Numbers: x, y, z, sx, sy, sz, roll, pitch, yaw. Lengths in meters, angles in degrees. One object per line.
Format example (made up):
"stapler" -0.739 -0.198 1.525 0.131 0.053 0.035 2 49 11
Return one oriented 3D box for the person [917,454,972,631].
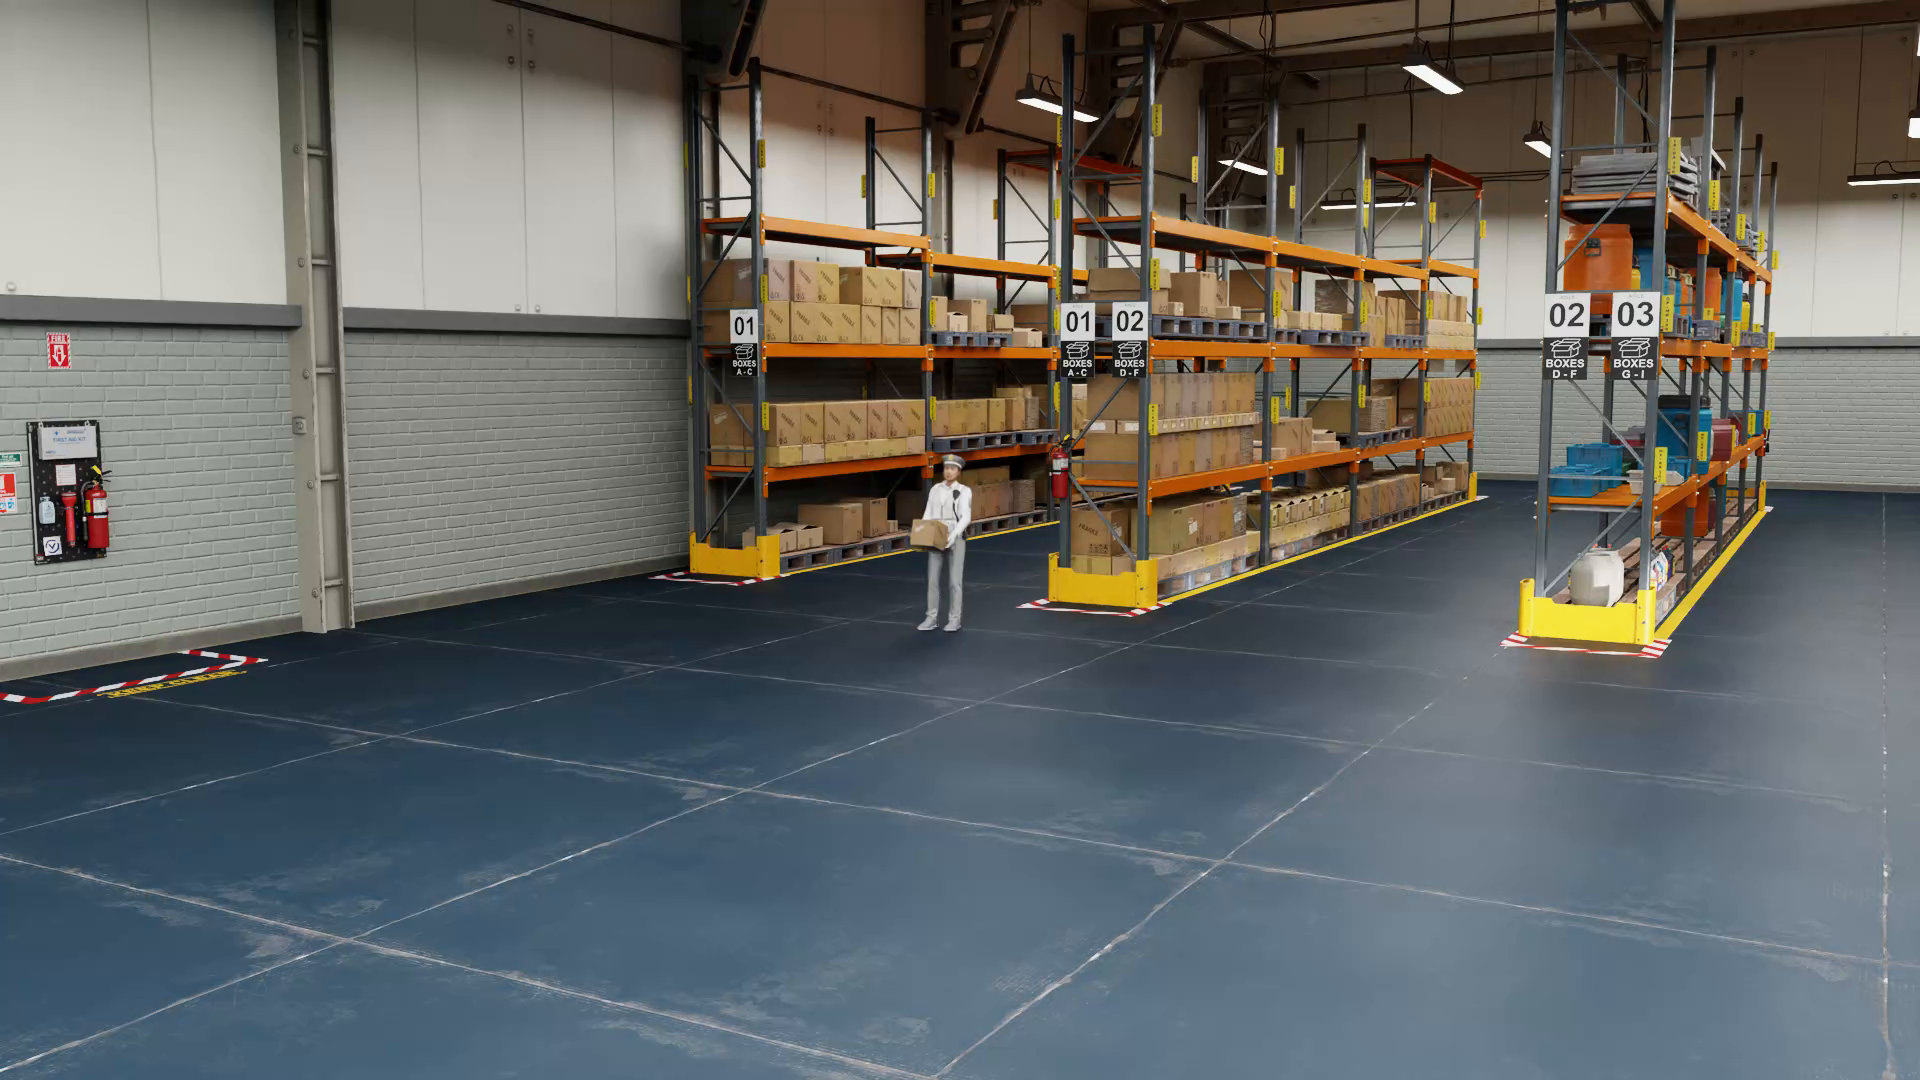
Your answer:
"person" -0.143 0.024 15.962 0.496 1.700 0.543 2 6 19
